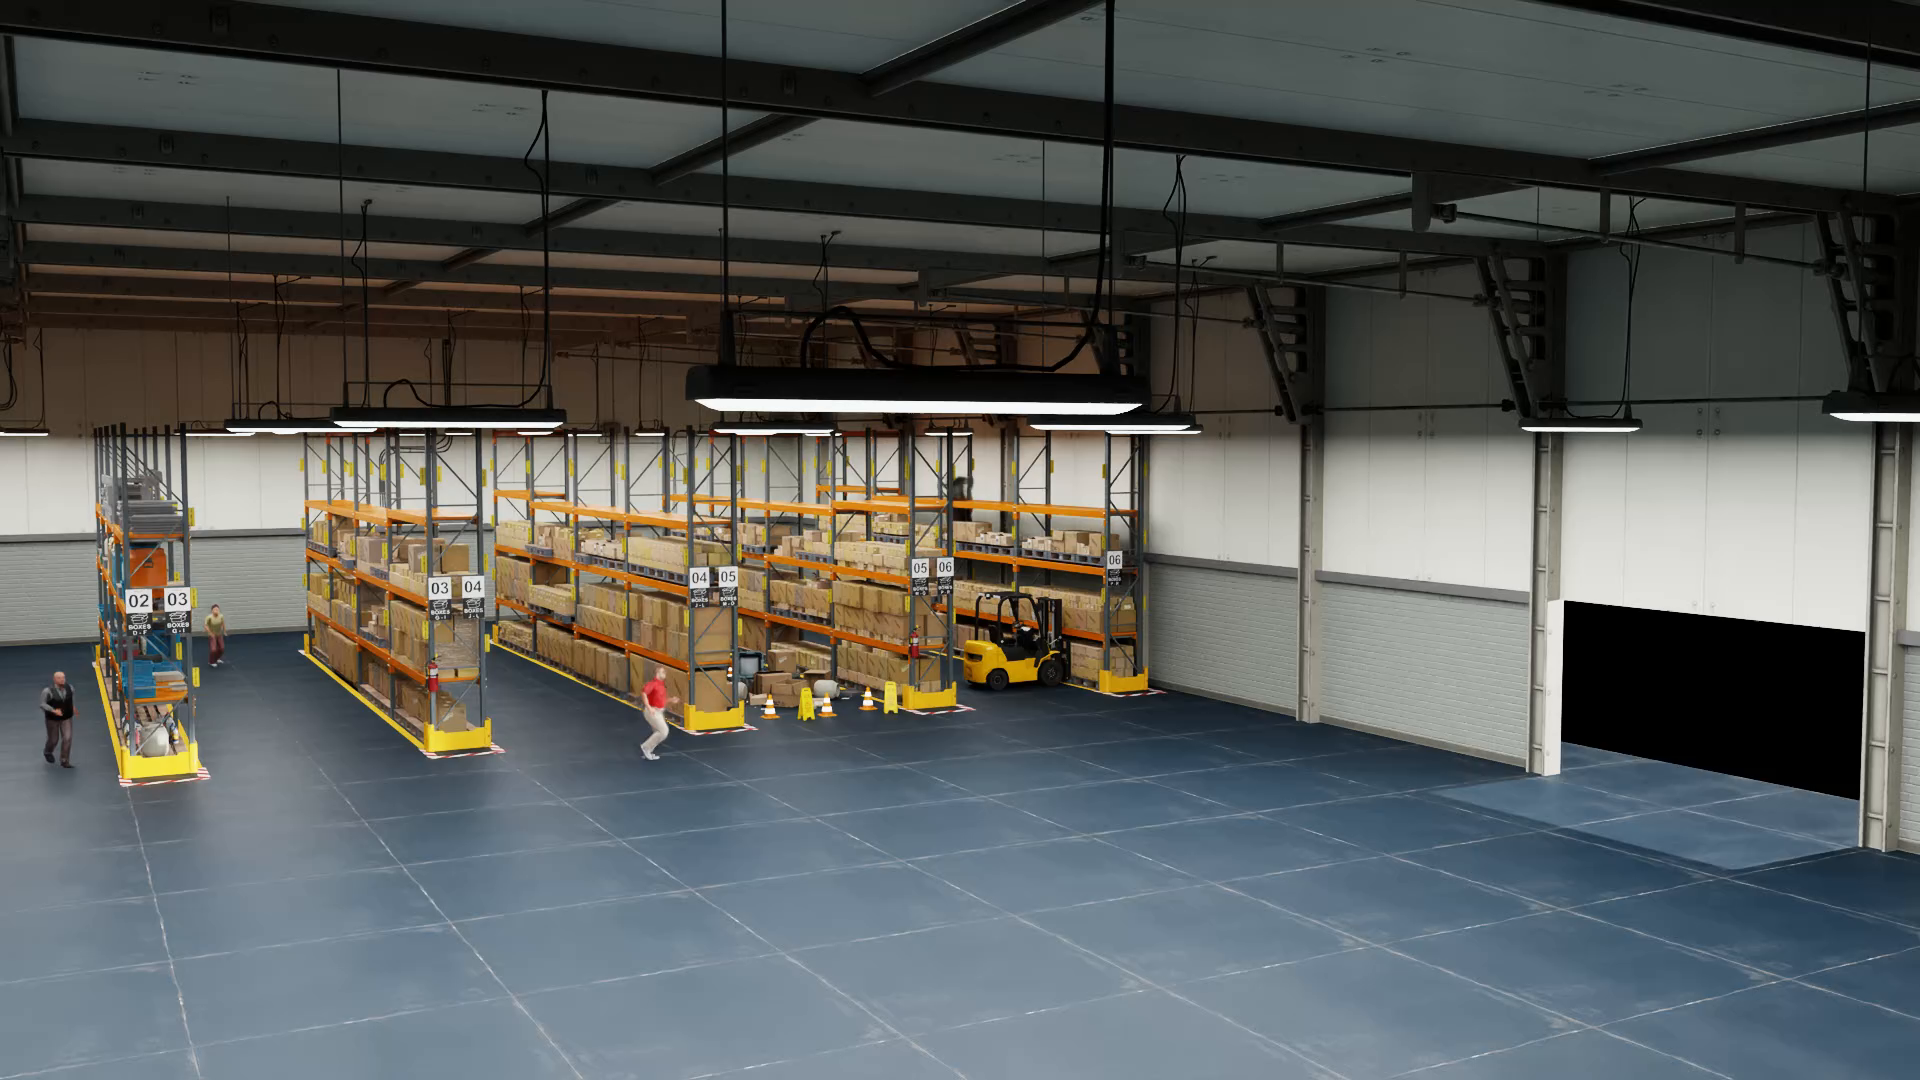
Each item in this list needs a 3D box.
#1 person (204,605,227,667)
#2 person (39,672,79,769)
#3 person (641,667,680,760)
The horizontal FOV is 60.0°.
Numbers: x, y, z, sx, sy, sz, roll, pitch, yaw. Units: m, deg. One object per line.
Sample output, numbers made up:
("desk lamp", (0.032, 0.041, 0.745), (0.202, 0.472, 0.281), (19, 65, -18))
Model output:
("person", (-18.781, 2.406, 41.868), (0.683, 1.600, 0.563), (3, 5, 43))
("person", (-15.775, 3.127, 29.044), (0.887, 1.686, 0.645), (3, 5, 44))
("person", (-5.353, 3.092, 29.599), (0.678, 1.672, 0.668), (0, 3, 4))
